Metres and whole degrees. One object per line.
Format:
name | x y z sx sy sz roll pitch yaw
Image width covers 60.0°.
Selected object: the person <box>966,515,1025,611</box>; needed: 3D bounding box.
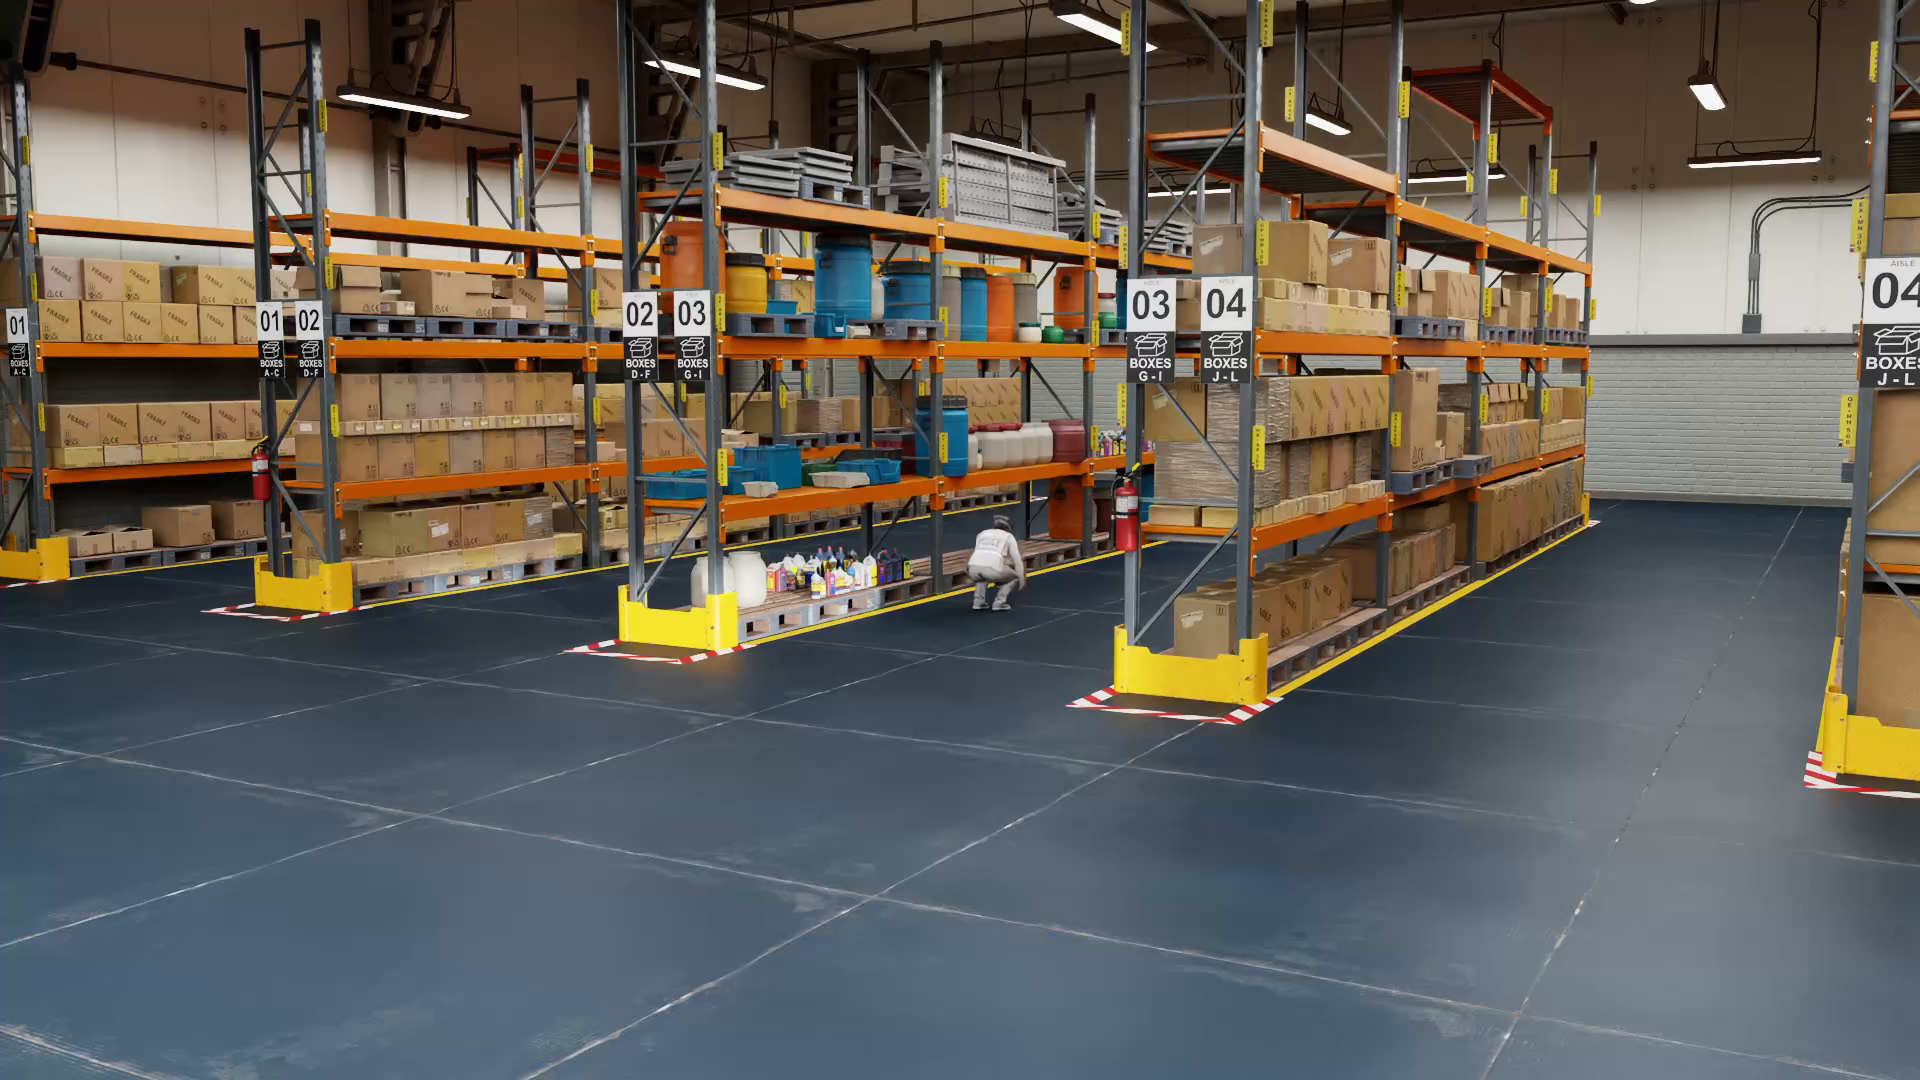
person | 0.362 0.239 17.465 0.495 0.967 0.826 3 7 28
